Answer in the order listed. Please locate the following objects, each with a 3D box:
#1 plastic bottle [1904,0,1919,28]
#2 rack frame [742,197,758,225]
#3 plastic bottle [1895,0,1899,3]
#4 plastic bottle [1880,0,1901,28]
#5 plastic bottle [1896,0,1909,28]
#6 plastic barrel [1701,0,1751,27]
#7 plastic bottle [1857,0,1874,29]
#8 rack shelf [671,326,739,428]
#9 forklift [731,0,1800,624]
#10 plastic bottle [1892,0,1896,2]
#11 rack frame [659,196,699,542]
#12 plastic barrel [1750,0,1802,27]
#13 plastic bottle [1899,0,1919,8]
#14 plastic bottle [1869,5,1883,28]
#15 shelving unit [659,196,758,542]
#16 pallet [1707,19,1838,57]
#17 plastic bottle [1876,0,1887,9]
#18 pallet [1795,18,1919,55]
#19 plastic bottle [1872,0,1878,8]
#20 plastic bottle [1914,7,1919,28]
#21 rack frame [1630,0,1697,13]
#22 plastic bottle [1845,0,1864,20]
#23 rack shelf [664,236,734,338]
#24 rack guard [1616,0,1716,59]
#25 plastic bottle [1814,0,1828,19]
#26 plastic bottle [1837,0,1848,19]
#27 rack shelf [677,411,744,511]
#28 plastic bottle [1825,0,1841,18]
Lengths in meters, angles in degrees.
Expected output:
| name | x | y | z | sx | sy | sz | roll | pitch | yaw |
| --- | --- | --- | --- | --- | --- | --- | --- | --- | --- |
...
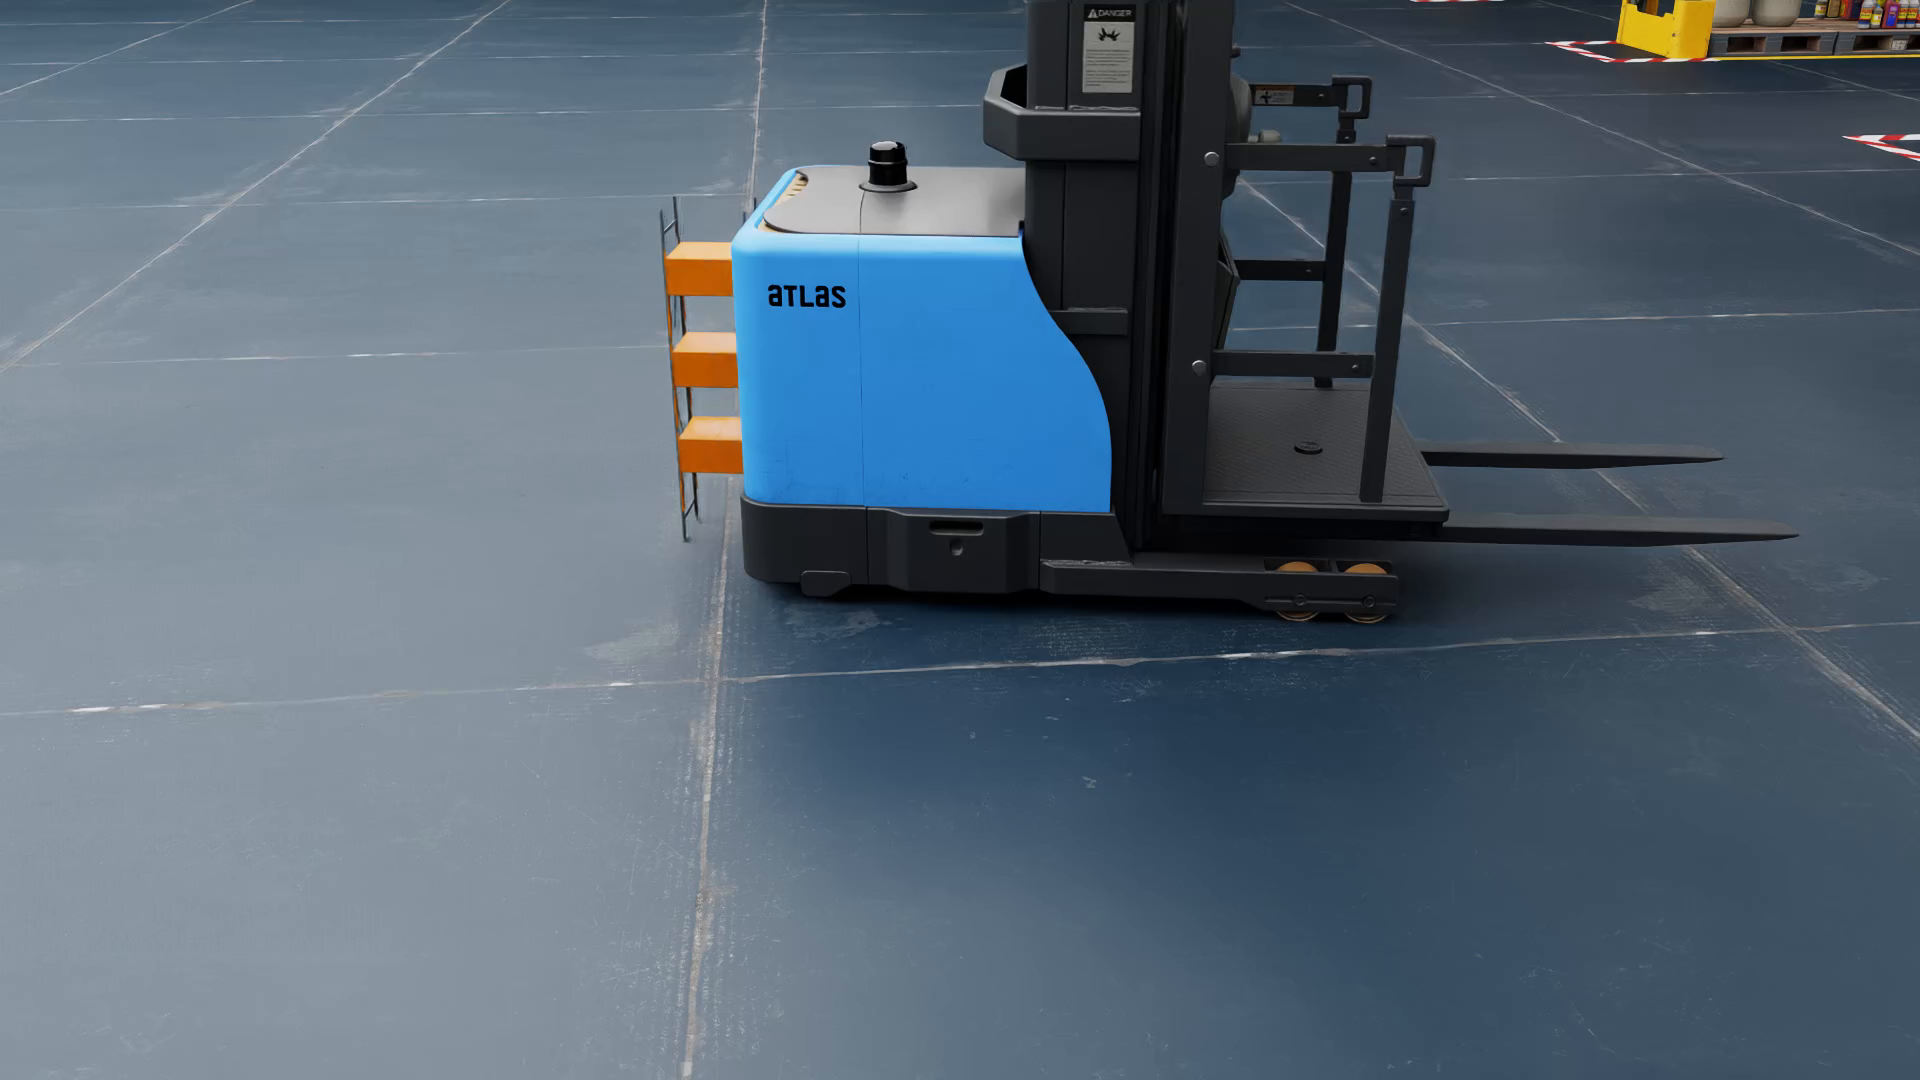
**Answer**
| name | x | y | z | sx | sy | sz | roll | pitch | yaw |
| --- | --- | --- | --- | --- | --- | --- | --- | --- | --- |
| plastic bottle | 8.766 | -4.863 | 15.315 | 0.097 | 0.271 | 0.097 | 0 | 24 | 0 |
| rack frame | -0.617 | -0.507 | 5.097 | 0.008 | 1.050 | 0.200 | 2 | 24 | 3 |
| plastic bottle | 9.016 | -5.206 | 15.988 | 0.185 | 0.351 | 0.144 | -2 | 24 | -6 |
| plastic bottle | 8.552 | -4.852 | 15.276 | 0.133 | 0.283 | 0.061 | -2 | 24 | -4 |
| plastic bottle | 8.666 | -4.859 | 15.306 | 0.097 | 0.271 | 0.097 | 0 | 24 | 0 |
| plastic barrel | 7.137 | -5.057 | 15.479 | 0.421 | 0.512 | 0.421 | 0 | 24 | 0 |
| plastic bottle | 8.325 | -4.845 | 15.275 | 0.097 | 0.271 | 0.097 | 0 | 24 | 0 |
| rack shelf | -0.739 | -0.500 | 5.109 | 0.240 | 0.259 | 0.215 | 2 | 24 | 3 |
| forklift | 0.905 | -1.326 | 4.625 | 3.031 | 2.935 | 1.130 | 2 | 24 | 3 |
| plastic bottle | 8.886 | -5.083 | 15.896 | 0.097 | 0.201 | 0.097 | 0 | 24 | 0 |
| rack frame | -0.861 | -0.513 | 5.112 | 0.008 | 1.050 | 0.200 | 2 | 24 | 3 |
| plastic barrel | 7.636 | -5.077 | 15.524 | 0.421 | 0.512 | 0.421 | 0 | 24 | 0 |
| plastic bottle | 9.055 | -5.113 | 15.871 | 0.135 | 0.276 | 0.152 | -2 | 24 | -5 |
| plastic bottle | 8.428 | -4.817 | 15.298 | 0.097 | 0.201 | 0.097 | 0 | 24 | 0 |
| shelving unit | -0.739 | -0.510 | 5.105 | 0.252 | 1.050 | 0.215 | 2 | 24 | 3 |
| pallet | 7.370 | -4.722 | 15.615 | 1.213 | 0.211 | 1.003 | -2 | 24 | -5 |
| plastic bottle | 8.831 | -5.198 | 15.972 | 0.185 | 0.351 | 0.144 | -1 | 24 | -3 |
| pallet | 8.581 | -4.770 | 15.721 | 1.213 | 0.211 | 1.003 | -2 | 24 | -5 |
| plastic bottle | 8.697 | -5.072 | 15.872 | 0.097 | 0.201 | 0.097 | 0 | 24 | 0 |
| plastic bottle | 8.864 | -4.835 | 15.338 | 0.097 | 0.201 | 0.097 | 0 | 24 | 0 |
| rack frame | 6.490 | -5.944 | 14.931 | 0.127 | 3.000 | 1.000 | -2 | 24 | -5 |
| plastic bottle | 8.539 | -5.111 | 15.858 | 0.133 | 0.283 | 0.061 | -2 | 24 | -5 |
| rack shelf | -0.739 | -0.759 | 4.994 | 0.240 | 0.259 | 0.215 | 2 | 24 | 3 |
| rack guard | 6.561 | -4.824 | 15.488 | 0.348 | 0.500 | 1.175 | -2 | 24 | -5 |
| plastic bottle | 8.275 | -5.117 | 15.973 | 0.097 | 0.201 | 0.097 | 0 | 24 | 0 |
| plastic bottle | 8.528 | -5.150 | 15.956 | 0.135 | 0.276 | 0.152 | -2 | 24 | -5 |
| rack shelf | -0.739 | -0.246 | 5.222 | 0.240 | 0.259 | 0.215 | 2 | 24 | 3 |
| plastic bottle | 8.389 | -5.167 | 15.984 | 0.133 | 0.283 | 0.061 | -2 | 24 | -4 |
